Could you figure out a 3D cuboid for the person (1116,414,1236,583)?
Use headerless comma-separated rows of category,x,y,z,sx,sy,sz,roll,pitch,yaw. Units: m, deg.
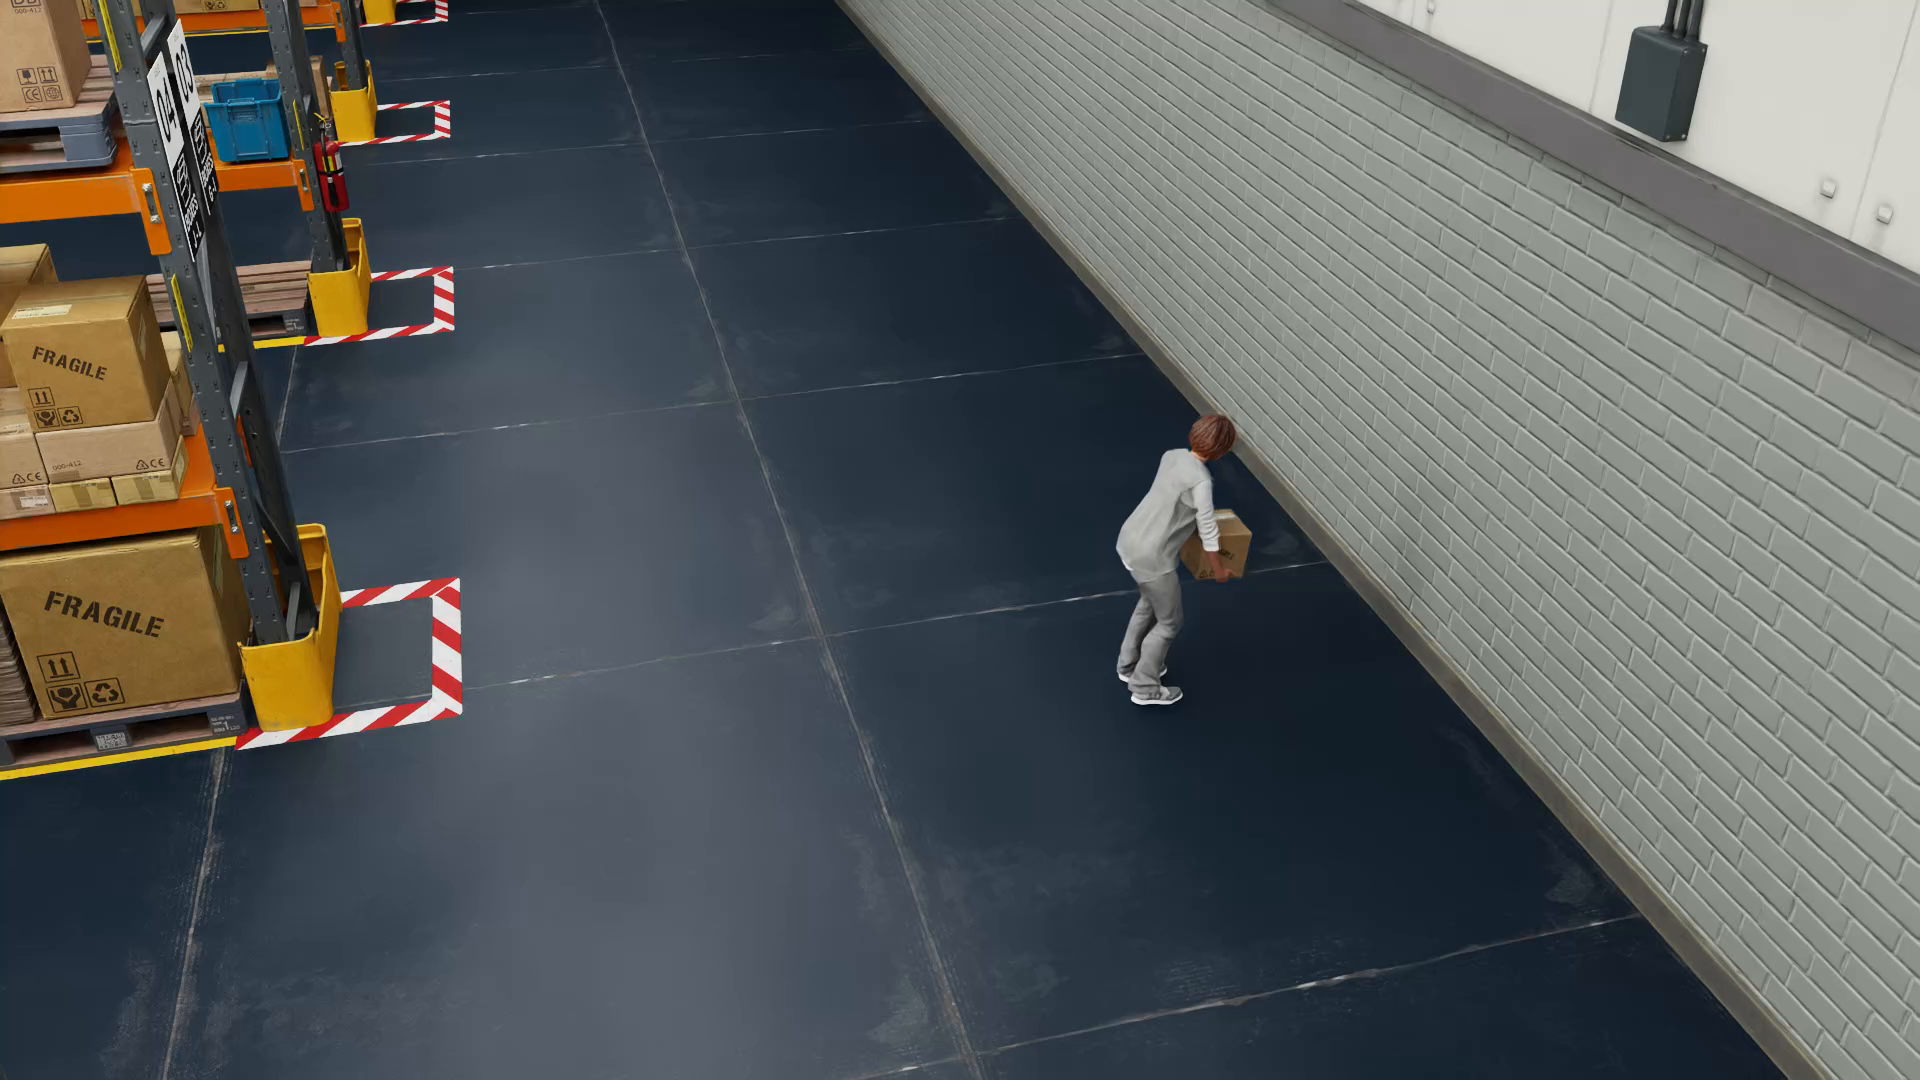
person,1.042,-0.188,7.984,0.560,0.832,0.370,-9,32,-14
